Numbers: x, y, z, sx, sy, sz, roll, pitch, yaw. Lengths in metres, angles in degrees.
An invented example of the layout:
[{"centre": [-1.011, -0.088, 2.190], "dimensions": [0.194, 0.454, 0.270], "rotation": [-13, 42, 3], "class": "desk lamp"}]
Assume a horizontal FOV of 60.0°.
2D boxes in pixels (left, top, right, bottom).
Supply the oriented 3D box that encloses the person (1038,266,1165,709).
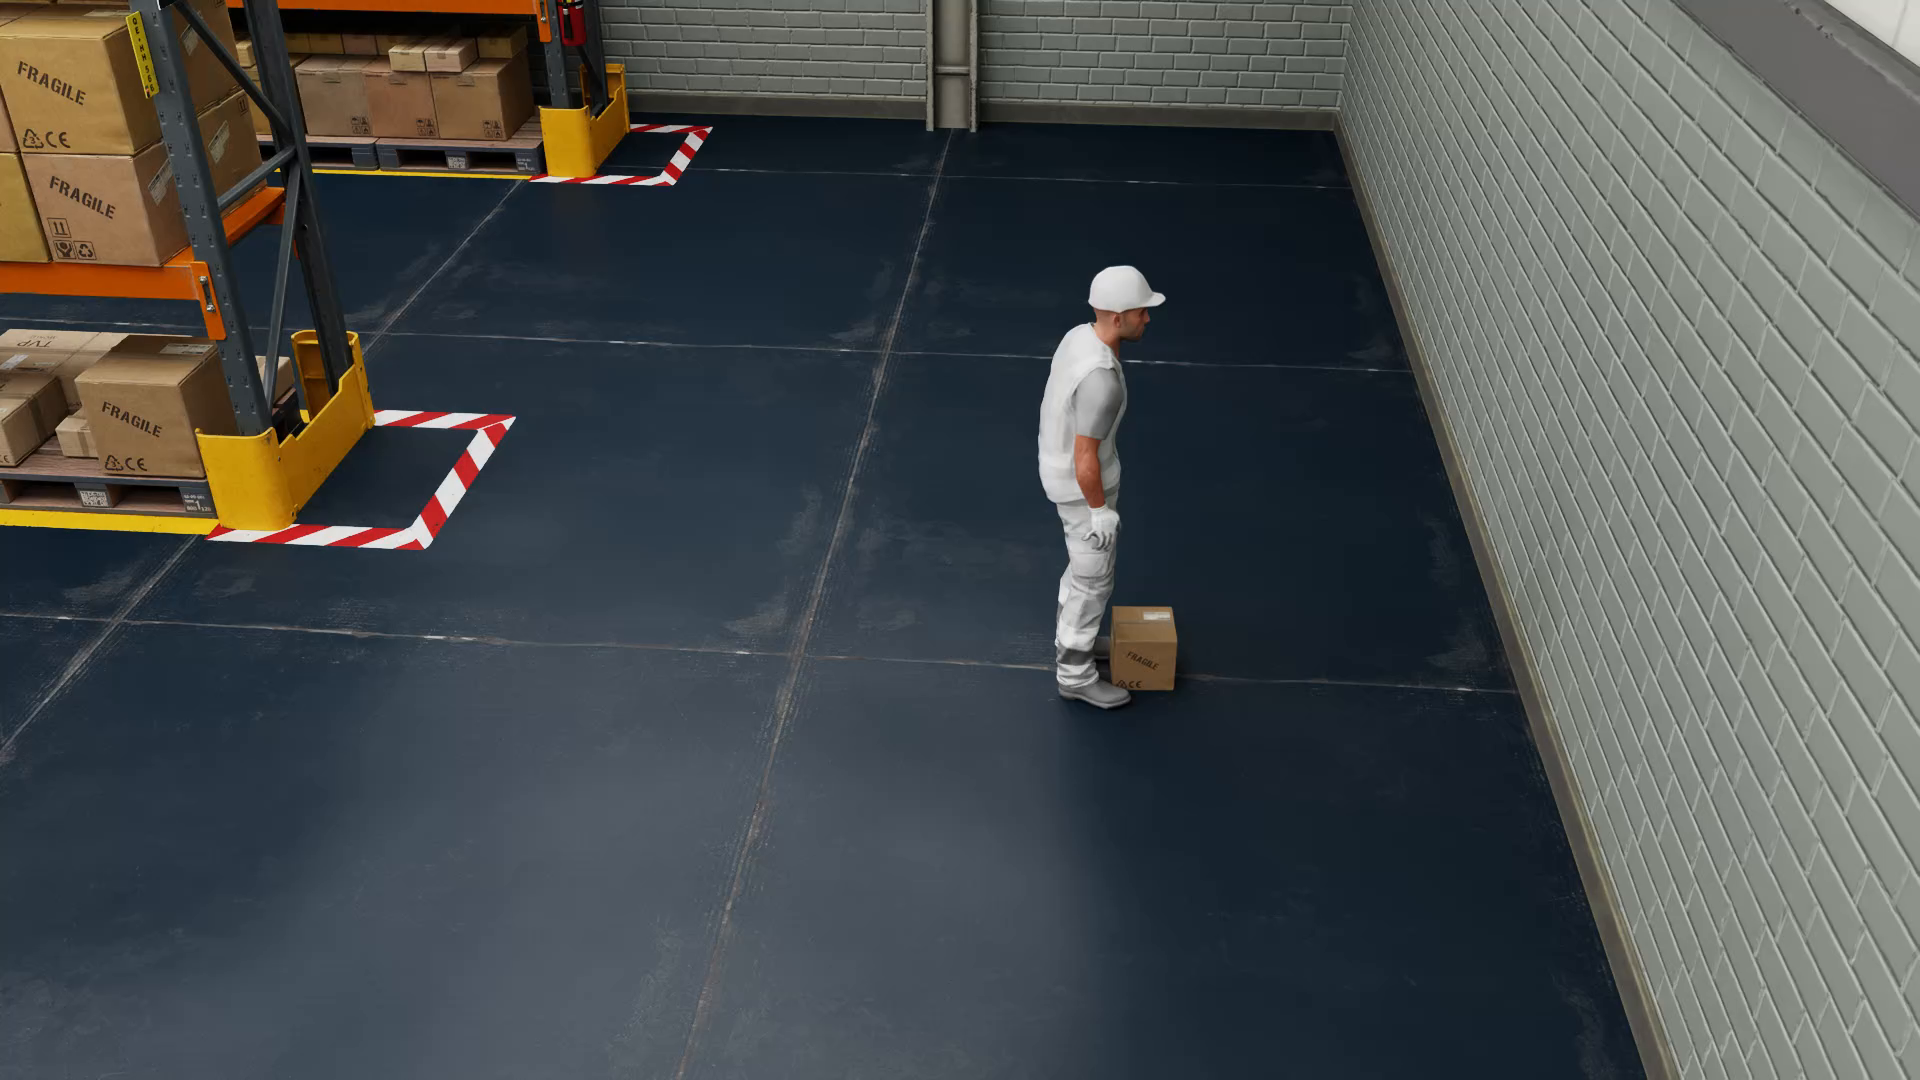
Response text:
[{"centre": [0.527, -0.218, 6.475], "dimensions": [0.451, 1.778, 0.612], "rotation": [1, 32, 1], "class": "person"}]
